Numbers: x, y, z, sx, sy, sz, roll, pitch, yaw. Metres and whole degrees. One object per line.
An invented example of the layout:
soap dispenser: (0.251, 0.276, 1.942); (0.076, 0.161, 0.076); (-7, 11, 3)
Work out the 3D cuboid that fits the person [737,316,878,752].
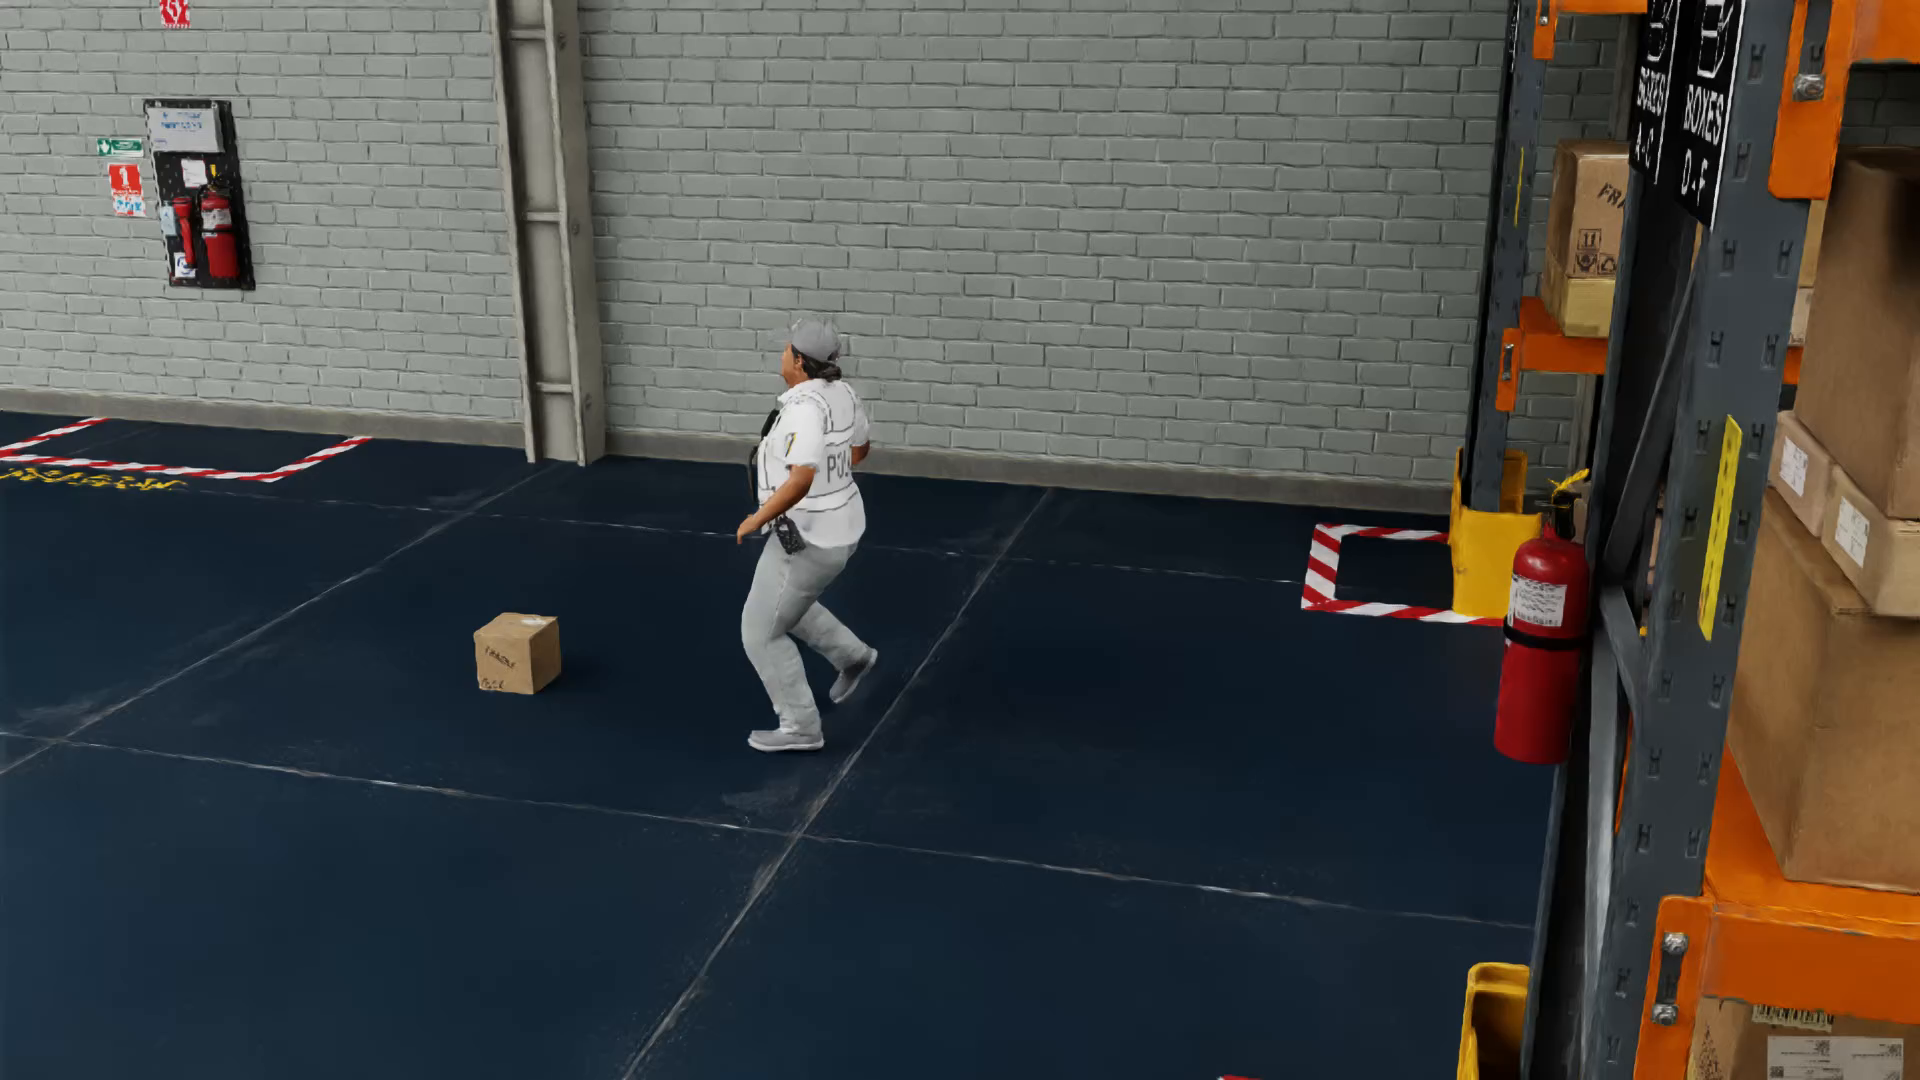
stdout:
person: (-0.597, -0.013, 6.156); (0.477, 1.636, 0.708); (3, 19, 10)
